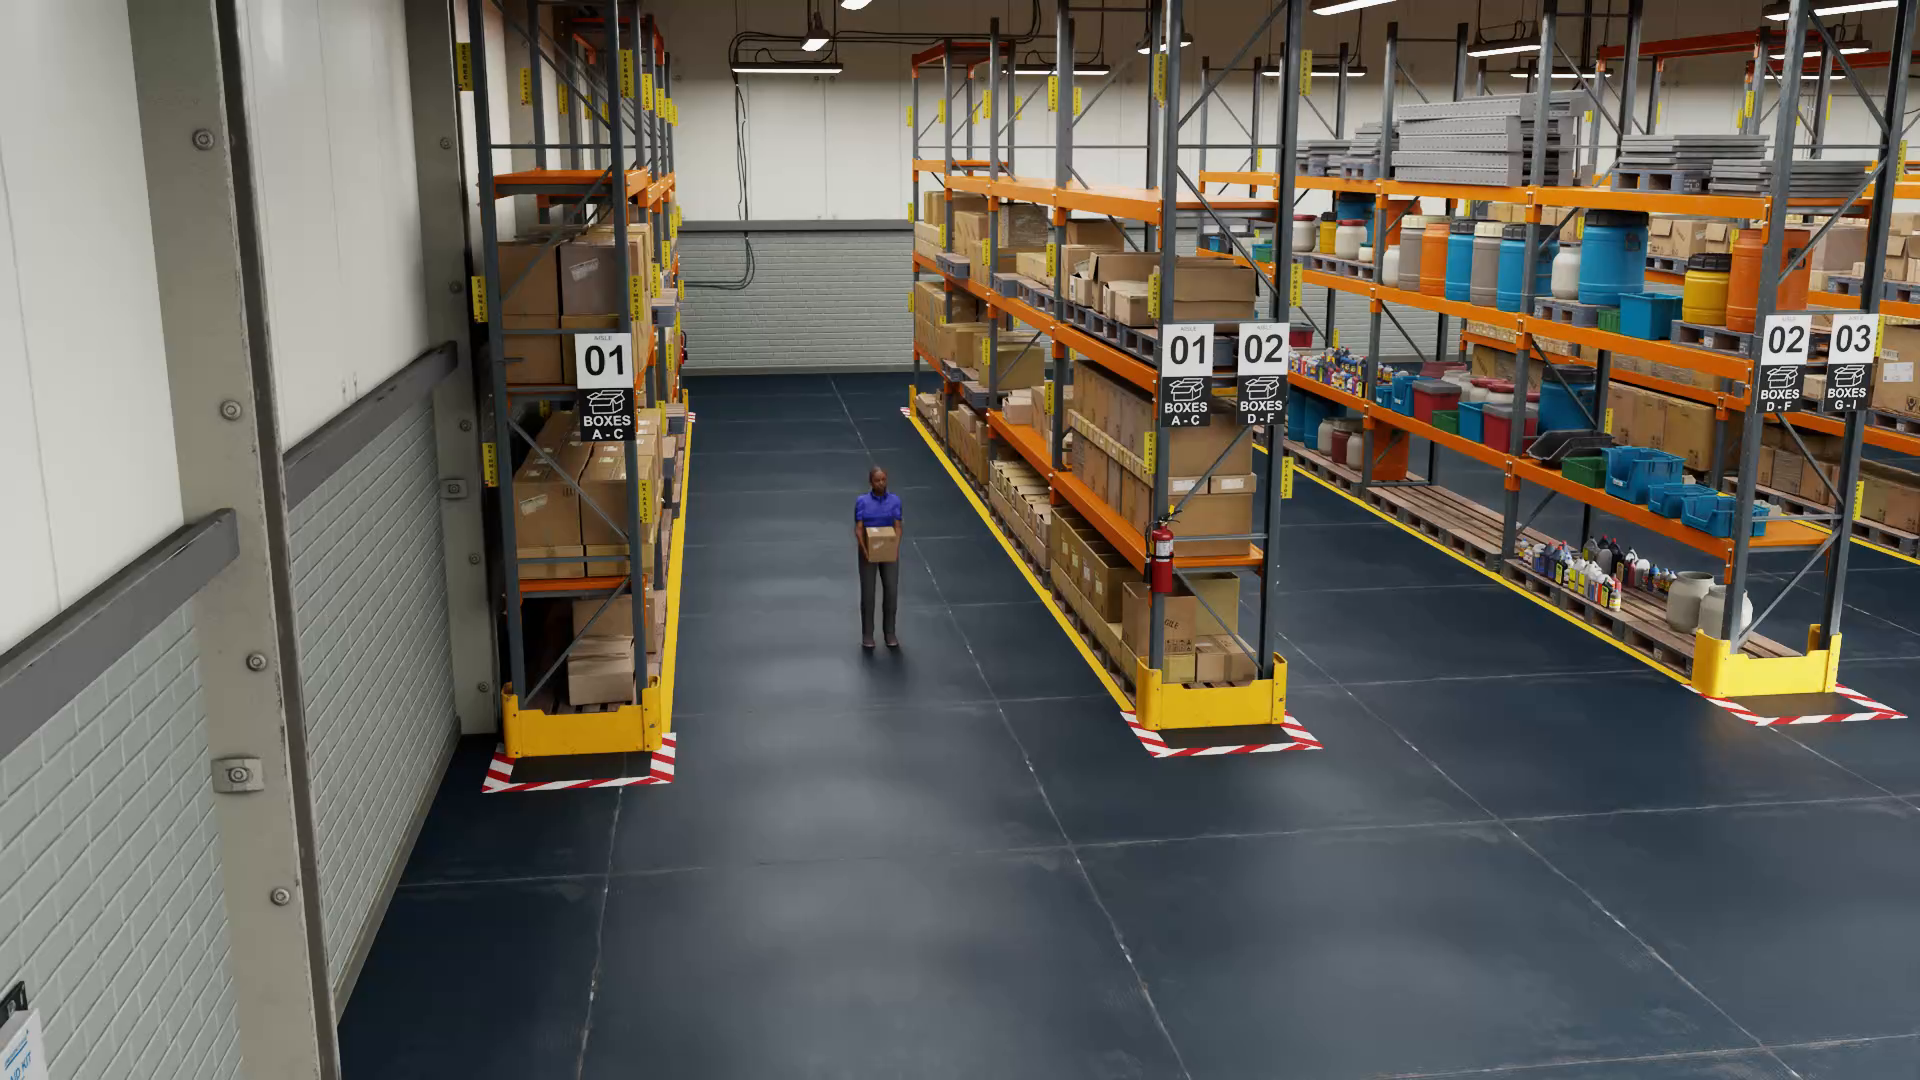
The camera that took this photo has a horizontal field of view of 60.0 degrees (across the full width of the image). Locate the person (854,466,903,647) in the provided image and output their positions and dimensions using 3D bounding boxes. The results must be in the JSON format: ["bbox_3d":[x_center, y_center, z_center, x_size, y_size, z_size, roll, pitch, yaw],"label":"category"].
[{"bbox_3d":[-0.745,0.161,15.338,0.448,1.656,0.495,-2,13,-8],"label":"person"}]
